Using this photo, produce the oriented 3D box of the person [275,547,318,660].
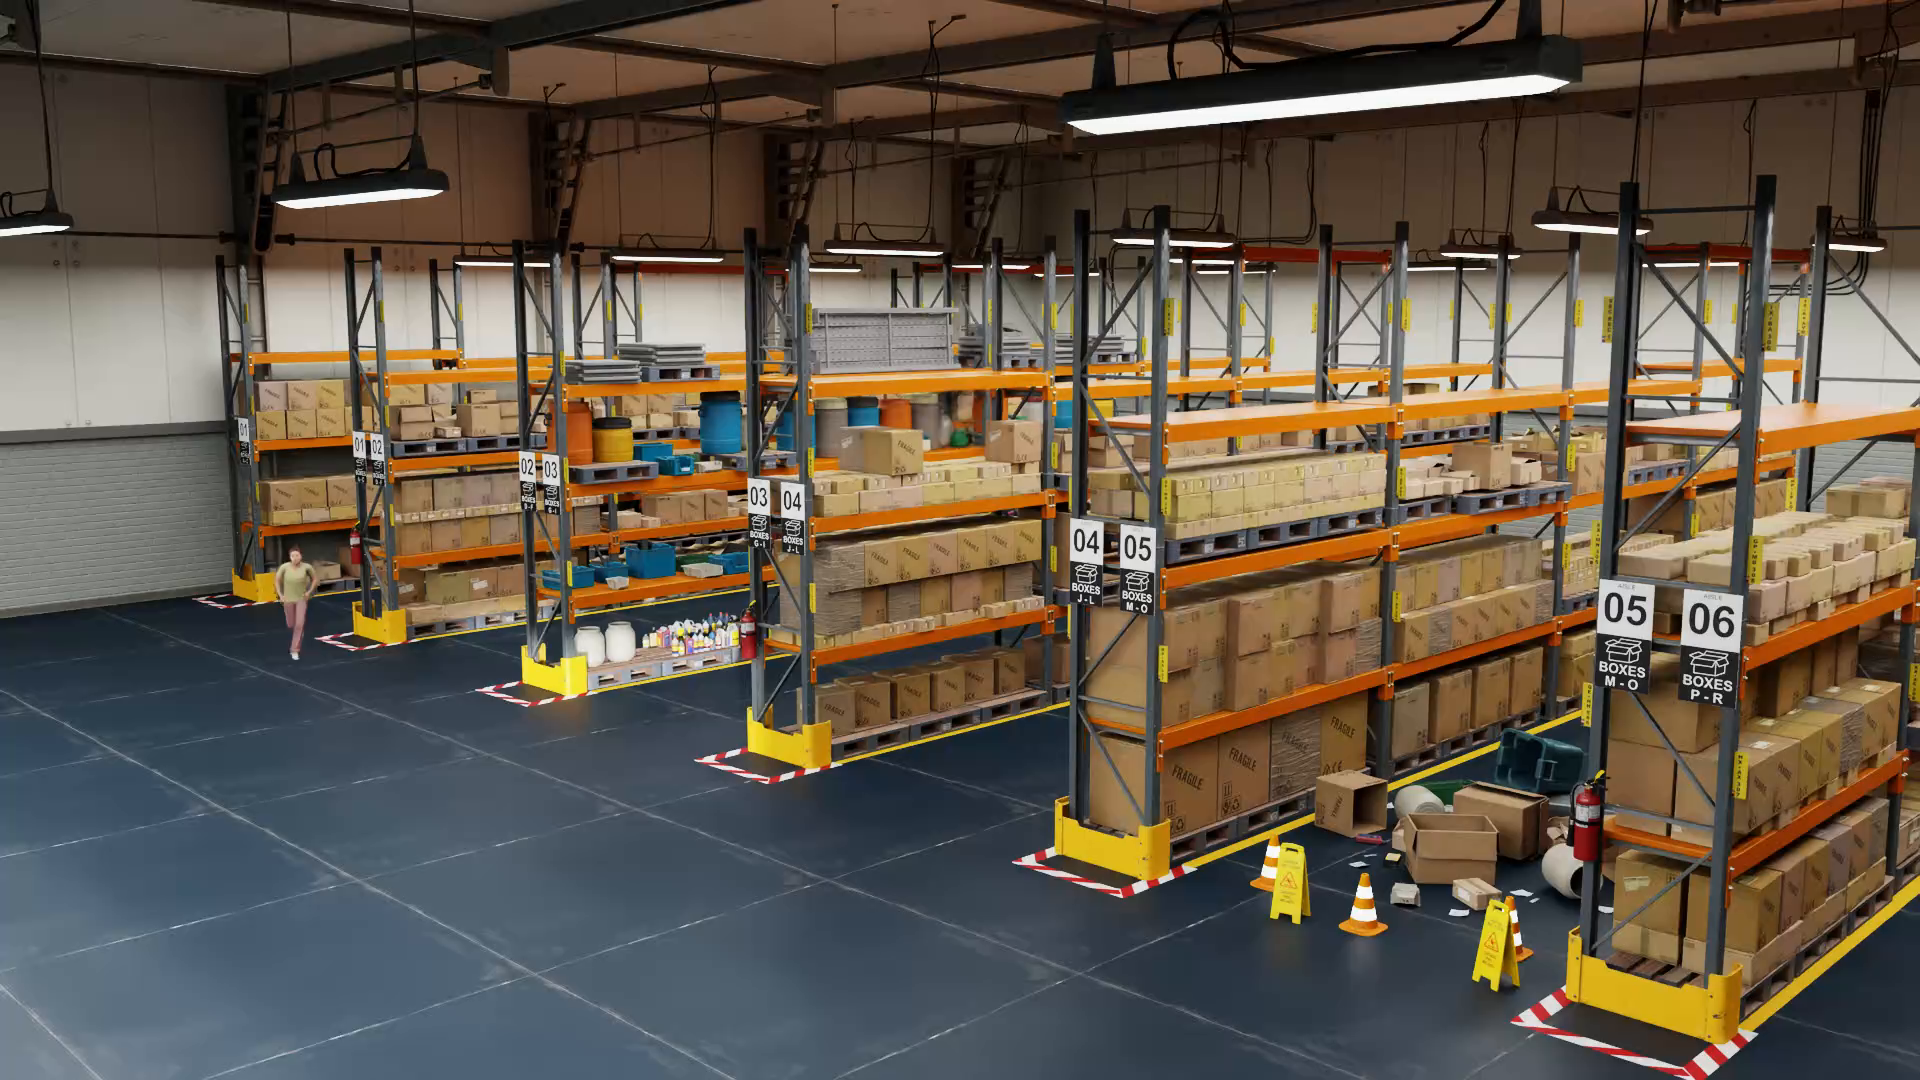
[{"bbox_3d":[-9.815,0.904,24.640,0.590,1.649,0.855,-2,8,-15],"label":"person"}]
